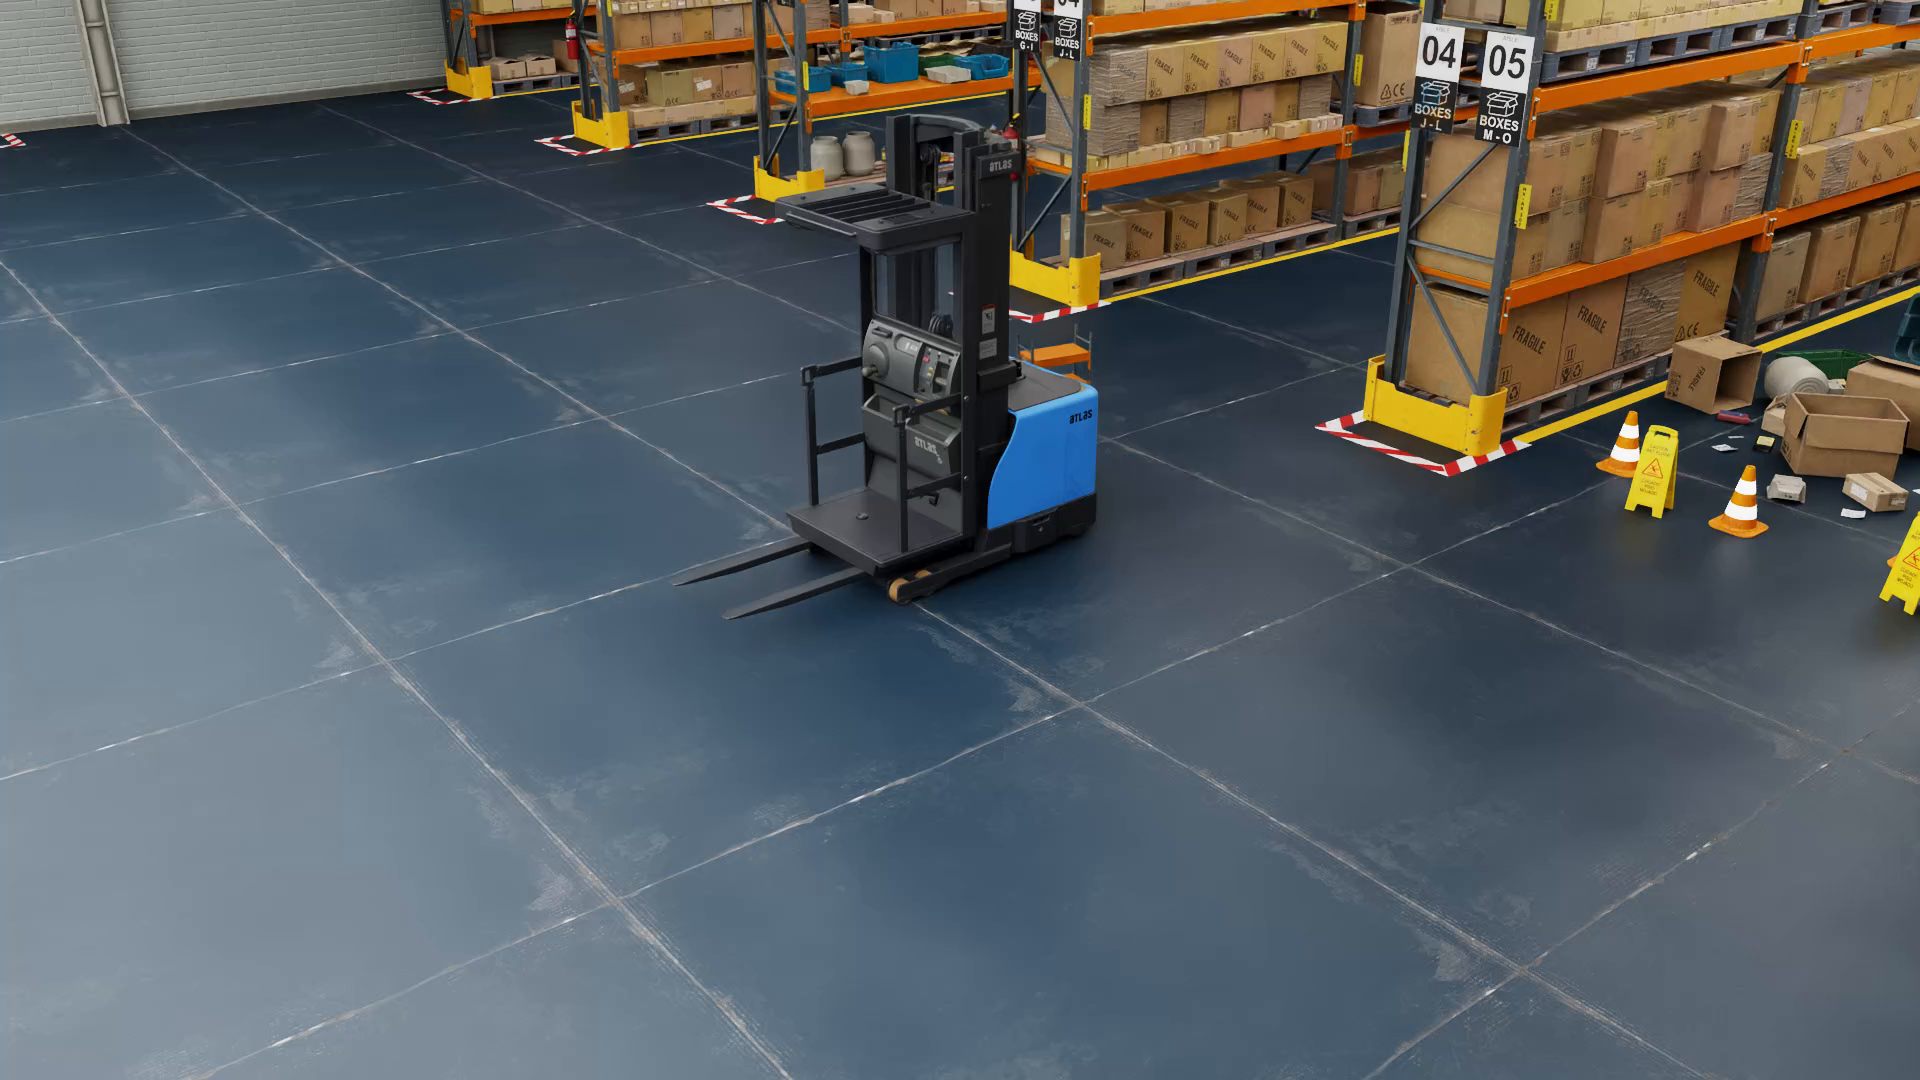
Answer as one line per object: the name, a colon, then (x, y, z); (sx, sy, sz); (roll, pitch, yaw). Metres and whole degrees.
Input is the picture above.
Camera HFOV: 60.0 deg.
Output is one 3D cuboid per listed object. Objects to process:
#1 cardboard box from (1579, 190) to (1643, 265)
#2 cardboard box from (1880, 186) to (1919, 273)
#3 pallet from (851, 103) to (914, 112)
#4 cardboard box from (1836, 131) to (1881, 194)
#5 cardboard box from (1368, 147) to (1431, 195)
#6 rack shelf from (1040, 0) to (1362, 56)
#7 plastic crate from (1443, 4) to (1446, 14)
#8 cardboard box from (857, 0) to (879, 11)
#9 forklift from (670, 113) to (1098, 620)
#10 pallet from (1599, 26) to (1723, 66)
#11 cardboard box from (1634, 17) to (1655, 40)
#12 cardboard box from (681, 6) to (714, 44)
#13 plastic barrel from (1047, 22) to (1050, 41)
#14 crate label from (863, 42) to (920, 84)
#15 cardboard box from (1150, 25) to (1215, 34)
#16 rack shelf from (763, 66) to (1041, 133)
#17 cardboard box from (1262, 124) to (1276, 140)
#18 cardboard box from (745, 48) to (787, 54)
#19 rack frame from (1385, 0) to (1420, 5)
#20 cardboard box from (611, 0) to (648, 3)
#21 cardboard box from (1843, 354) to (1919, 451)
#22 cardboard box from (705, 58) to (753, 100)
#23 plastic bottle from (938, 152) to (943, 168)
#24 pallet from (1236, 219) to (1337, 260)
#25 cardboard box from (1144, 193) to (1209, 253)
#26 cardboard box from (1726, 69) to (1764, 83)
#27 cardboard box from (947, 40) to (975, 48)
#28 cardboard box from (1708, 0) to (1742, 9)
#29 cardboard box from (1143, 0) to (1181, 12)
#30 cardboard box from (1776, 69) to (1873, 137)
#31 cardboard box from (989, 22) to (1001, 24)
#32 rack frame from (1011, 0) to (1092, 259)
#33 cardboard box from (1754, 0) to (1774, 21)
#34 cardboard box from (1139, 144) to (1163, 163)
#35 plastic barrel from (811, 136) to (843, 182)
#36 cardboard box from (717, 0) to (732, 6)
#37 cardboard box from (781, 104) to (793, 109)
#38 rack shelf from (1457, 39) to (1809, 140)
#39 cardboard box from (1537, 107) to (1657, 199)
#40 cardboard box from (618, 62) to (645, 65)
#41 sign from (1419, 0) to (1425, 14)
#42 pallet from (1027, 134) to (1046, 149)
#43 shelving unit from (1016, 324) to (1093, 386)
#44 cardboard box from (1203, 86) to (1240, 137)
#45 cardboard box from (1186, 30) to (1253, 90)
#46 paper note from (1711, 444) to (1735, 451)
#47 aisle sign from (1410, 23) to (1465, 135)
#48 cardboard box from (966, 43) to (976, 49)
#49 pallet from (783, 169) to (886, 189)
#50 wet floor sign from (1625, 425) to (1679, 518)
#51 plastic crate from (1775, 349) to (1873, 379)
cardboard box: (5.074, -2.686, 13.796); (0.550, 0.550, 0.875); (-18, 31, -34)
cardboard box: (9.633, -3.372, 17.627); (0.750, 0.750, 1.050); (-19, 31, -35)
pallet: (-1.515, -7.183, 26.977); (1.213, 0.211, 1.003); (-18, 31, -34)
cardboard box: (8.392, -3.645, 15.922); (0.500, 0.500, 0.500); (-18, 31, -34)
cardboard box: (5.363, -4.442, 20.205); (0.500, 0.500, 0.700); (-21, 32, -38)
rack shelf: (2.466, -5.476, 17.277); (4.000, 0.370, 1.077); (-18, 31, -34)
plastic crate: (7.733, -8.661, 27.091); (0.243, 0.136, 0.396); (-18, 31, -34)
cardboard box: (-1.492, -8.472, 26.601); (0.258, 0.266, 0.396); (-19, 31, -35)
forklift: (-0.483, -1.159, 10.766); (3.031, 2.935, 1.130); (-19, 31, -36)
pallet: (5.411, -4.088, 13.537); (1.213, 0.211, 1.003); (-18, 31, -34)
cardboard box: (5.135, -3.980, 12.881); (0.250, 0.149, 0.380); (-18, 30, -34)
cardboard box: (-4.038, -7.632, 24.513); (0.500, 0.500, 0.700); (-18, 30, -34)
plastic barrel: (1.474, -6.829, 22.306); (0.708, 0.901, 0.600); (-18, 31, -34)
crate label: (-0.883, -6.147, 21.389); (0.616, 0.435, 0.502); (-18, 31, -34)
cardboard box: (2.355, -5.169, 17.664); (0.500, 0.500, 0.500); (-18, 31, -34)
rack shelf: (-0.591, -5.756, 21.444); (4.000, 0.370, 1.077); (-18, 31, -34)
cardboard box: (3.209, -4.464, 18.104); (0.250, 0.149, 0.380); (-18, 31, -34)
cardboard box: (-3.017, -7.378, 25.961); (0.500, 0.500, 0.500); (-18, 31, -34)
rack frame: (7.278, -8.680, 26.890); (0.127, 3.000, 1.000); (-18, 31, -34)
cardboard box: (-4.801, -7.969, 23.698); (0.500, 0.500, 0.700); (-18, 30, -34)
cardboard box: (7.558, -1.109, 13.381); (0.503, 0.637, 0.797); (-18, 31, -34)
cardboard box: (-3.477, -6.942, 25.022); (0.500, 0.500, 0.500); (-18, 31, -34)
plastic bottle: (-0.276, -4.982, 21.639); (0.097, 0.271, 0.097); (0, 25, 0)
pallet: (3.533, -3.510, 19.062); (1.213, 0.211, 1.003); (-18, 31, -34)
cardboard box: (2.347, -3.458, 18.109); (0.500, 0.500, 0.500); (-15, 29, -29)
cardboard box: (10.903, -6.411, 24.025); (0.875, 0.875, 0.875); (-18, 31, -34)
cardboard box: (0.076, -8.302, 28.177); (0.500, 0.311, 0.500); (-19, 31, -35)
cardboard box: (5.999, -4.482, 13.488); (0.500, 0.250, 0.500); (-19, 31, -34)
cardboard box: (1.832, -5.390, 16.416); (0.500, 0.250, 0.500); (-19, 31, -35)
cardboard box: (8.209, -4.187, 15.902); (0.500, 0.500, 0.700); (-18, 30, -34)
cardboard box: (0.734, -10.965, 33.869); (0.750, 0.750, 0.750); (-18, 30, -33)
rack frame: (0.892, -3.922, 16.638); (0.127, 3.000, 1.000); (-18, 31, -34)
cardboard box: (6.530, -4.441, 13.872); (0.250, 0.149, 0.380); (-18, 30, -33)
cardboard box: (1.862, -3.994, 17.090); (0.250, 0.149, 0.380); (-18, 31, -34)
plastic barrel: (-1.694, -4.821, 21.031); (0.421, 0.512, 0.421); (0, 25, 0)
cardboard box: (-3.566, -7.974, 24.479); (0.250, 0.149, 0.380); (-18, 30, -34)
cardboard box: (-2.700, -6.868, 25.752); (0.500, 0.250, 0.500); (-18, 31, -34)
rack shelf: (5.447, -3.807, 13.680); (4.000, 0.370, 1.077); (-18, 31, -34)
cardboard box: (5.089, -3.168, 13.552); (0.550, 0.550, 0.875); (-18, 31, -34)
cardboard box: (-5.922, -8.667, 29.308); (0.500, 0.500, 0.500); (-21, 32, -38)
sign: (3.549, -4.162, 12.635); (0.005, 0.325, 0.100); (-18, 31, -34)
pallet: (1.577, -5.554, 23.466); (1.213, 0.211, 1.003); (-18, 31, -34)
shelving unit: (0.693, -0.967, 12.409); (0.503, 1.200, 0.258); (-12, 27, -24)
cardboard box: (2.482, -4.647, 17.728); (0.500, 0.500, 0.875); (-18, 31, -34)
cardboard box: (2.673, -4.998, 17.297); (0.500, 0.500, 0.500); (-18, 31, -34)
paper note: (6.122, -0.739, 13.309); (0.142, 0.017, 0.144); (-8, 26, -16)
aisle sign: (3.632, -3.513, 12.668); (0.004, 0.787, 0.394); (-18, 31, -34)
cardboard box: (0.412, -8.126, 27.796); (0.500, 0.311, 0.500); (-19, 31, -35)
pallet: (-1.491, -4.543, 21.287); (1.213, 0.211, 1.003); (-18, 31, -34)
wet floor sign: (5.072, -0.521, 12.107); (0.267, 0.644, 0.232); (21, 32, 37)
plastic crate: (7.692, -1.563, 14.827); (0.662, 0.188, 0.450); (-3, 15, -7)
